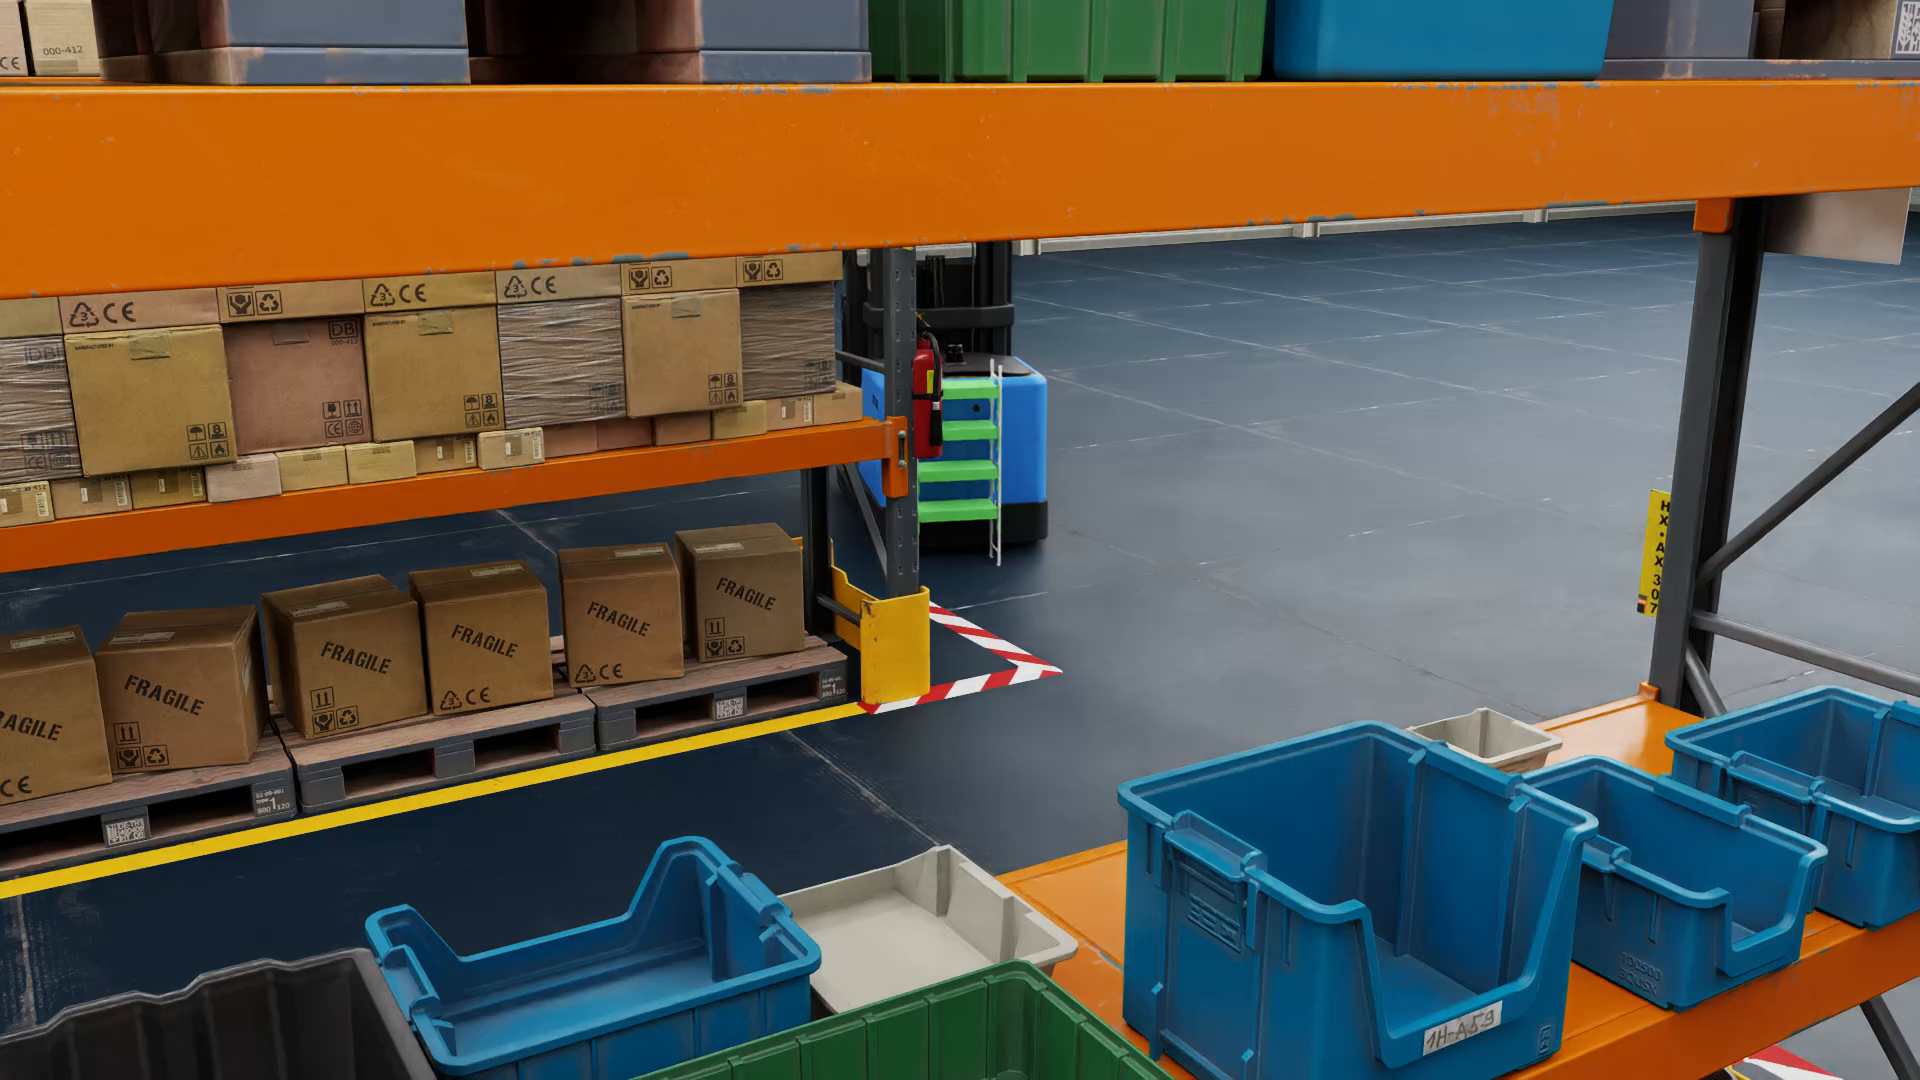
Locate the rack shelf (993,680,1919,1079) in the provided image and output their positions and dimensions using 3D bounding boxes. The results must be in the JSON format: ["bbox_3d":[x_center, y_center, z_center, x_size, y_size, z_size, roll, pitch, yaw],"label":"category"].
[{"bbox_3d":[0.335,0.925,2.884,4.000,0.370,1.077,-9,18,-30],"label":"rack shelf"}]

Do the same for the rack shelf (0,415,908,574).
[{"bbox_3d":[-2.216,-0.221,6.972,4.000,0.370,1.077,-9,18,-30],"label":"rack shelf"}]

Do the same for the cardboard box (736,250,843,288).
[{"bbox_3d":[-0.845,-1.384,7.202,0.500,0.500,0.500,-9,18,-30],"label":"cardboard box"}]

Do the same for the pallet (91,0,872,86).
[{"bbox_3d":[-0.811,-0.619,1.854,1.003,0.211,1.213,-9,18,-30],"label":"pallet"}]

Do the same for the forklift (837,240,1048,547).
[{"bbox_3d":[-0.250,-1.716,11.101,1.130,2.935,3.031,-3,16,-11],"label":"forklift"}]

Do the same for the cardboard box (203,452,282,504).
[{"bbox_3d":[-2.725,-0.263,6.257,0.250,0.149,0.380,-9,18,-30],"label":"cardboard box"}]

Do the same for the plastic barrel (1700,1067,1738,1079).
[{"bbox_3d":[1.525,1.406,3.669,0.421,0.512,0.421,0,16,0],"label":"plastic barrel"}]

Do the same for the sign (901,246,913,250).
[{"bbox_3d":[-0.233,-1.423,7.200,0.005,0.325,0.100,-9,18,-30],"label":"sign"}]

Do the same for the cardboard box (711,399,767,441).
[{"bbox_3d":[-1.042,-0.555,7.299,0.250,0.149,0.380,-9,18,-30],"label":"cardboard box"}]

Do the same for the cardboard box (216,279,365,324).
[{"bbox_3d":[-2.557,-1.105,6.205,0.500,0.500,0.500,-9,18,-30],"label":"cardboard box"}]

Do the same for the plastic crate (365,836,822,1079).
[{"bbox_3d":[-0.570,0.712,2.588,0.616,0.251,0.499,-9,18,-30],"label":"plastic crate"}]

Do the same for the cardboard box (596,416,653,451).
[{"bbox_3d":[-1.499,-0.499,7.098,0.250,0.149,0.380,-9,18,-30],"label":"cardboard box"}]

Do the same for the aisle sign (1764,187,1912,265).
[{"bbox_3d":[1.960,-1.029,3.705,0.004,0.787,0.394,-9,18,-30],"label":"aisle sign"}]

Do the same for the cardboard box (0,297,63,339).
[{"bbox_3d":[-3.413,-0.966,5.708,0.500,0.500,0.500,-9,18,-30],"label":"cardboard box"}]

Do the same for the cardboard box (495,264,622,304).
[{"bbox_3d":[-1.701,-1.244,6.703,0.500,0.500,0.500,-9,18,-30],"label":"cardboard box"}]

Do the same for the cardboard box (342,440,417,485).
[{"bbox_3d":[-2.312,-0.340,6.530,0.250,0.149,0.380,-9,18,-30],"label":"cardboard box"}]

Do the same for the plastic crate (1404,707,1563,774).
[{"bbox_3d":[1.117,0.478,3.636,0.250,0.136,0.298,-9,18,-30],"label":"plastic crate"}]

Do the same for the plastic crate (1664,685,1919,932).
[{"bbox_3d":[1.775,0.511,3.304,0.616,0.251,0.499,-9,18,-30],"label":"plastic crate"}]

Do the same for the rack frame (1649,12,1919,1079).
[{"bbox_3d":[2.048,0.300,3.782,0.053,2.616,0.949,-9,18,-30],"label":"rack frame"}]

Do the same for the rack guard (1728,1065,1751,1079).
[{"bbox_3d":[2.009,1.526,4.040,0.348,0.500,1.175,-9,18,-30],"label":"rack guard"}]

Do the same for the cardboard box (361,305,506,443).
[{"bbox_3d":[-2.239,-0.743,6.766,0.500,0.500,0.875,-9,18,-30],"label":"cardboard box"}]

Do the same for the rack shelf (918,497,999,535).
[{"bbox_3d":[-0.030,-0.144,9.826,0.480,0.148,0.258,-3,16,-11],"label":"rack shelf"}]

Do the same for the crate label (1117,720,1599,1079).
[{"bbox_3d":[0.611,0.602,2.638,0.616,0.435,0.502,-9,18,-30],"label":"crate label"}]

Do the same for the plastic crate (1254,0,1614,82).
[{"bbox_3d":[0.570,-0.801,2.182,0.575,0.384,0.392,-9,18,-30],"label":"plastic crate"}]

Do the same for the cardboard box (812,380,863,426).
[{"bbox_3d":[-0.639,-0.637,7.589,0.250,0.149,0.380,-9,18,-30],"label":"cardboard box"}]

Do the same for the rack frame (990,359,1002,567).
[{"bbox_3d":[0.210,-0.449,9.790,0.015,1.200,0.240,-3,16,-11],"label":"rack frame"}]

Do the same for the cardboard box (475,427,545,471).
[{"bbox_3d":[-1.871,-0.404,6.759,0.250,0.149,0.380,-9,18,-30],"label":"cardboard box"}]

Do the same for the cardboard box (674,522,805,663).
[{"bbox_3d":[-1.045,0.239,7.852,0.500,0.500,0.500,-6,17,-19],"label":"cardboard box"}]

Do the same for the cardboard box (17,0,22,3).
[{"bbox_3d":[-3.354,-2.036,6.097,0.250,0.149,0.380,-10,19,-32],"label":"cardboard box"}]

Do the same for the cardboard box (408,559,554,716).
[{"bbox_3d":[-2.086,0.413,7.232,0.500,0.500,0.500,-7,17,-25],"label":"cardboard box"}]

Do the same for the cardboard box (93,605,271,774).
[{"bbox_3d":[-3.079,0.585,6.620,0.500,0.500,0.500,-3,16,-12],"label":"cardboard box"}]

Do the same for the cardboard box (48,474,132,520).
[{"bbox_3d":[-3.170,-0.201,6.036,0.250,0.149,0.380,-9,18,-30],"label":"cardboard box"}]

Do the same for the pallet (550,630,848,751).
[{"bbox_3d":[-1.281,0.613,7.832,1.213,0.211,1.003,-9,18,-30],"label":"pallet"}]

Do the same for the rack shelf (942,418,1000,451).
[{"bbox_3d":[-0.030,-0.606,9.697,0.480,0.148,0.258,-3,16,-11],"label":"rack shelf"}]

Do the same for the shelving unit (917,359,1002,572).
[{"bbox_3d":[-0.030,-0.437,9.744,0.503,1.200,0.258,-3,16,-11],"label":"shelving unit"}]

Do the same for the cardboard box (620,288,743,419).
[{"bbox_3d":[-1.354,-0.869,7.216,0.500,0.500,0.875,-9,18,-30],"label":"cardboard box"}]

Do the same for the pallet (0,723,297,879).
[{"bbox_3d":[-3.372,0.952,6.622,1.213,0.211,1.003,-9,18,-30],"label":"pallet"}]

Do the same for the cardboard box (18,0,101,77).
[{"bbox_3d":[-2.961,-1.739,5.777,0.500,0.250,0.500,-9,18,-30],"label":"cardboard box"}]

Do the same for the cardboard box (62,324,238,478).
[{"bbox_3d":[-3.066,-0.590,6.221,0.500,0.500,0.875,-9,18,-30],"label":"cardboard box"}]

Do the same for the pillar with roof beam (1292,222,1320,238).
[{"bbox_3d":[8.421,-8.792,25.103,0.400,9.000,9.100,-9,18,-30],"label":"pillar with roof beam"}]
